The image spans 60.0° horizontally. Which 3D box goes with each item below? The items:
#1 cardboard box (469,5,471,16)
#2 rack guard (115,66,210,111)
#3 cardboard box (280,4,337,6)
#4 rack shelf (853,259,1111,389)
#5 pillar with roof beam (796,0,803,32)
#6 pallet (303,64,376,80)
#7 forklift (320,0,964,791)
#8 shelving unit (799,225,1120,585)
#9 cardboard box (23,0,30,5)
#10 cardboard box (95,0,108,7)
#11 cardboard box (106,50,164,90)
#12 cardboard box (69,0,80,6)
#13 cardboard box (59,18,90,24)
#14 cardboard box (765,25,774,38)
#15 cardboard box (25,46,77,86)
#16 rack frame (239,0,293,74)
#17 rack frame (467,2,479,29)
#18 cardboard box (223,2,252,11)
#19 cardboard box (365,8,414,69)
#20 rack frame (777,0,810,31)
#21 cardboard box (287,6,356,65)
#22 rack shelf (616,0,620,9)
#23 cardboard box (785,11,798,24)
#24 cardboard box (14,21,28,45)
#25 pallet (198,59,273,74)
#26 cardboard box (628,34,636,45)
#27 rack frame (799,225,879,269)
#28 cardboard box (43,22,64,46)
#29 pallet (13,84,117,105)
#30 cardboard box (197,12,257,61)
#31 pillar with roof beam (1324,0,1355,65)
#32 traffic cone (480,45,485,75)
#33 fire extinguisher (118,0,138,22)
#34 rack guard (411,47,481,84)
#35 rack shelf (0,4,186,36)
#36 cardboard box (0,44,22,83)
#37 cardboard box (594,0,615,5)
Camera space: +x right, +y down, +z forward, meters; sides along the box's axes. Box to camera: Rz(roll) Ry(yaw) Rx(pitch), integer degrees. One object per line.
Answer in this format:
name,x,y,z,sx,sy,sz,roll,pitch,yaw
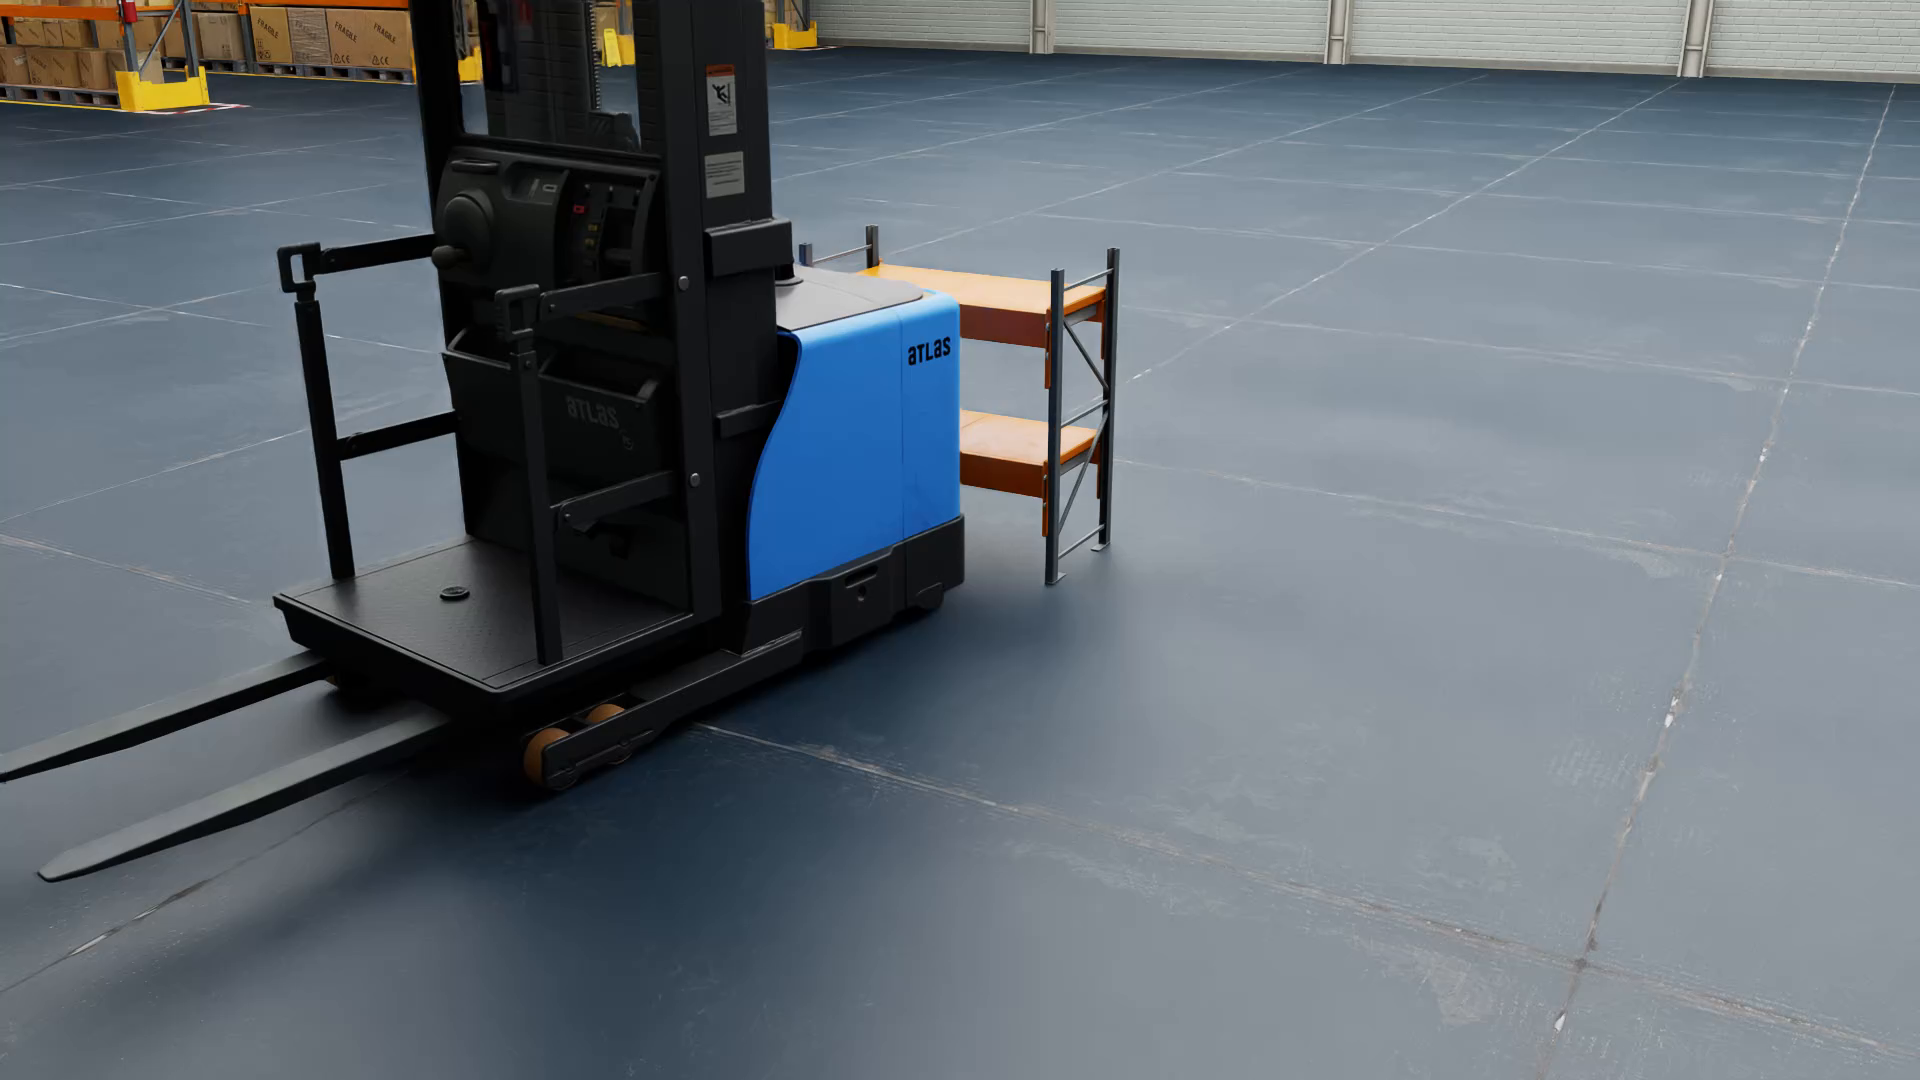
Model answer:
cardboard box,-10.905,-12.057,38.255,0.500,0.500,0.500,12,23,29
rack guard,-10.763,-6.107,22.468,0.348,0.500,1.175,11,23,27
cardboard box,-13.411,-10.888,34.483,0.875,0.875,0.875,11,22,27
rack shelf,-0.006,-0.805,6.077,1.000,0.278,0.538,11,23,27
pillar with roof beam,-5.714,-13.621,30.718,0.400,9.000,9.100,11,23,27
pallet,-9.987,-7.731,27.369,1.213,0.211,1.003,11,23,27
forklift,-1.304,-0.892,4.526,1.130,2.935,3.031,15,25,36
shelving unit,-0.006,-0.530,6.176,1.048,1.125,0.538,11,23,27
cardboard box,-12.592,-7.418,22.784,0.250,0.149,0.380,11,23,27
cardboard box,-11.264,-7.179,22.126,0.250,0.149,0.380,11,23,27
cardboard box,-11.234,-6.401,22.662,0.500,0.500,0.500,16,25,37
cardboard box,-11.718,-7.252,22.326,0.250,0.149,0.380,11,23,27
cardboard box,-15.899,-9.470,30.024,0.500,0.250,0.500,10,22,26
cardboard box,-4.011,-10.587,34.569,0.500,0.250,0.500,11,23,28
cardboard box,-12.775,-6.706,23.503,0.500,0.500,0.500,9,22,23
rack frame,-11.682,-9.395,27.865,0.127,3.000,1.000,11,23,27
rack frame,-9.354,-10.886,31.977,0.053,2.616,0.949,11,23,27
cardboard box,-14.967,-11.187,35.306,0.875,0.875,0.875,12,23,29
cardboard box,-8.814,-8.021,26.579,0.875,0.875,0.875,11,23,28
rack frame,-3.446,-11.698,34.215,0.127,3.000,1.000,11,23,27
cardboard box,-10.378,-8.319,27.400,0.875,0.875,0.875,11,23,28
rack shelf,-7.610,-10.214,31.180,4.000,0.370,1.077,11,23,27
cardboard box,-3.756,-10.978,34.913,0.500,0.250,0.500,11,23,28
cardboard box,-17.224,-9.375,30.861,0.500,0.500,0.500,11,23,28
pallet,-12.392,-8.190,28.632,1.213,0.211,1.003,11,23,27
cardboard box,-6.433,-9.341,31.134,0.500,0.250,0.500,11,22,27
rack frame,-0.450,-0.614,6.409,0.032,1.125,0.500,11,23,27
cardboard box,-16.327,-9.201,30.382,0.500,0.500,0.500,12,23,29
pallet,-12.516,-6.320,23.479,1.213,0.211,1.003,11,23,27
cardboard box,-12.268,-8.611,28.388,0.750,0.750,1.050,11,23,27
pillar with roof beam,4.762,-11.625,25.217,0.400,9.000,9.100,11,23,27
traffic cone,-7.961,-8.048,27.873,0.334,0.463,0.336,11,23,27
fire extinguisher,-10.822,-7.077,21.589,0.183,0.674,0.296,11,23,27
rack guard,-8.169,-7.550,26.447,0.348,0.500,1.175,11,23,27
rack shelf,-12.443,-7.264,23.047,4.000,0.370,1.077,11,23,27
cardboard box,-13.859,-6.879,23.979,0.500,0.500,0.500,10,22,26
cardboard box,-8.073,-11.659,36.975,0.625,0.625,0.875,11,22,27
